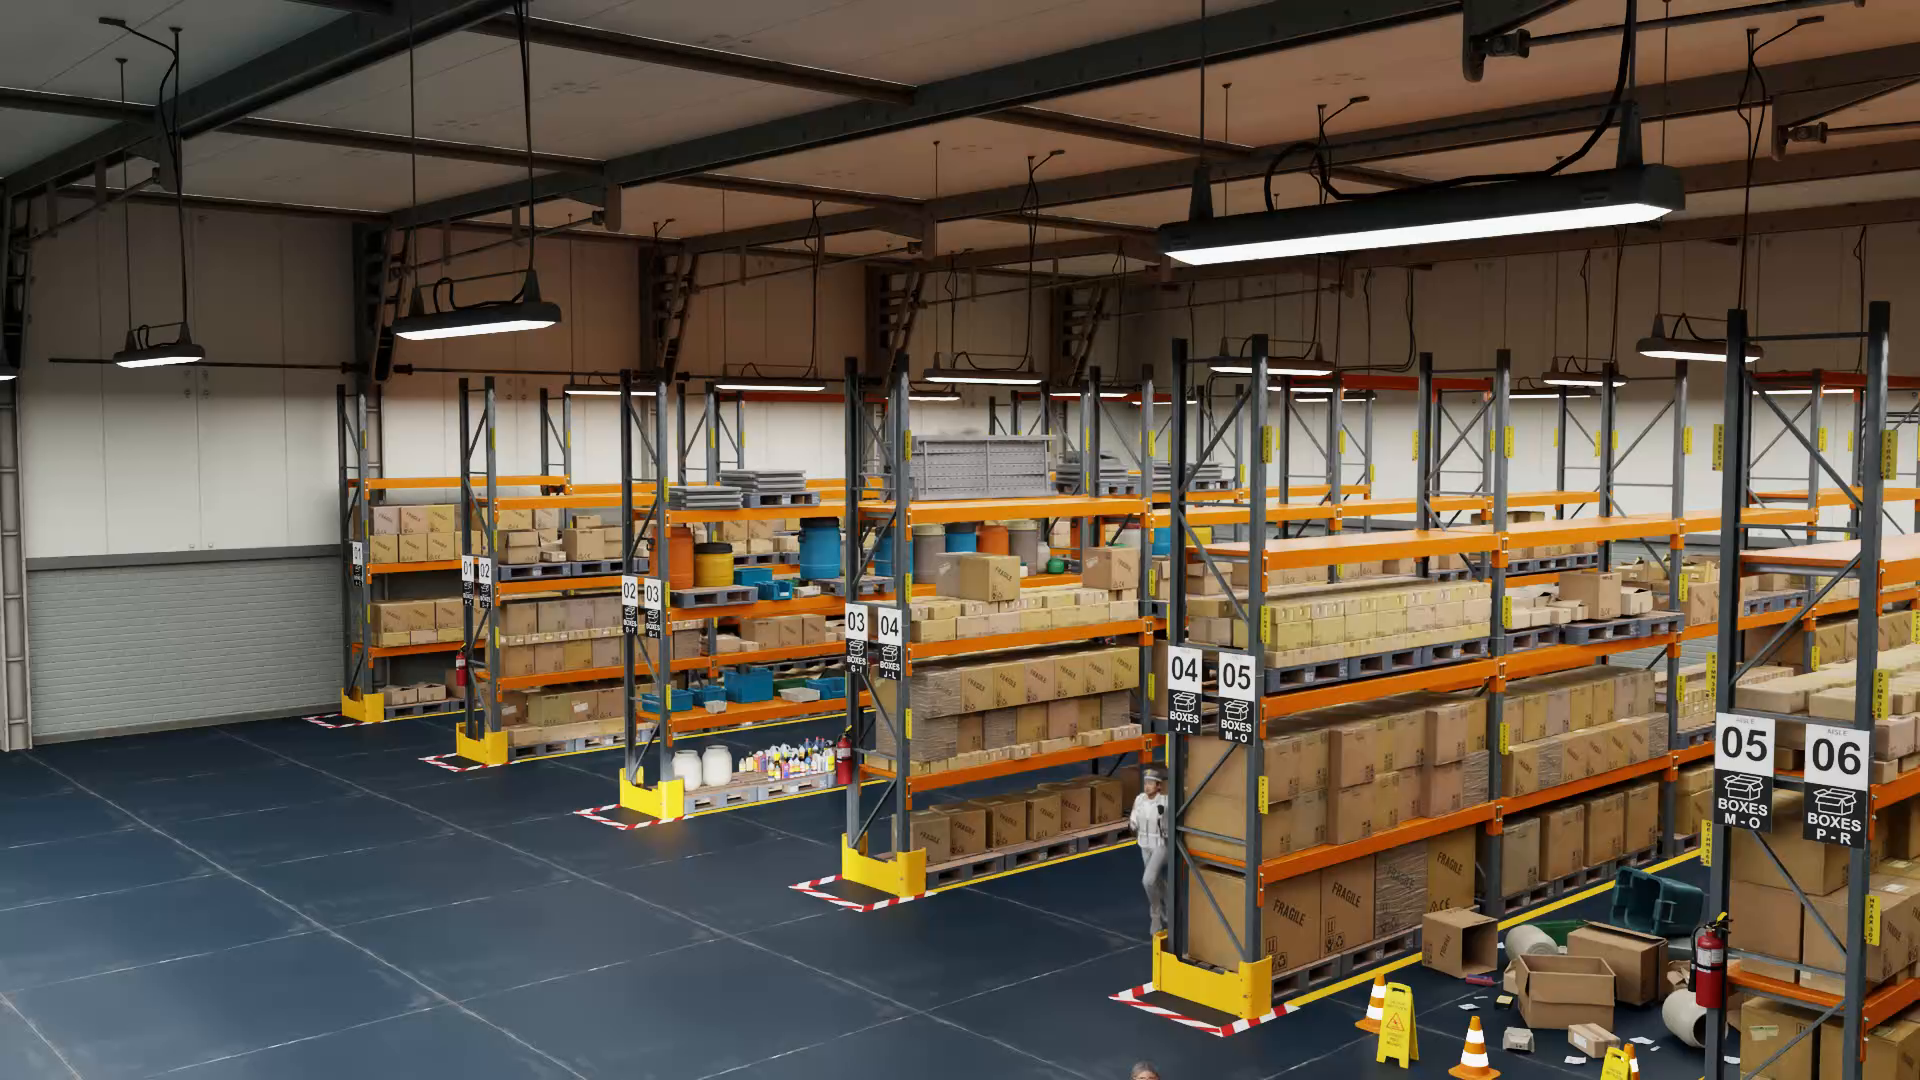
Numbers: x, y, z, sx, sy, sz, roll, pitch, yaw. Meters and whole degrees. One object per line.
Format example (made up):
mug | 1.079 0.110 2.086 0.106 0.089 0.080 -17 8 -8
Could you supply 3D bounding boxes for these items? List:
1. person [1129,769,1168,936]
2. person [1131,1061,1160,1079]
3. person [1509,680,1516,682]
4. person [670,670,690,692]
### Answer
person | 2.038 3.201 17.211 0.594 1.714 0.752 4 5 44
person | 1.015 3.729 9.333 0.580 1.660 0.863 0 4 -2
person | 7.754 2.793 23.210 0.676 1.684 0.597 4 5 44
person | -5.153 2.341 30.522 0.797 1.721 0.581 -3 5 -38
